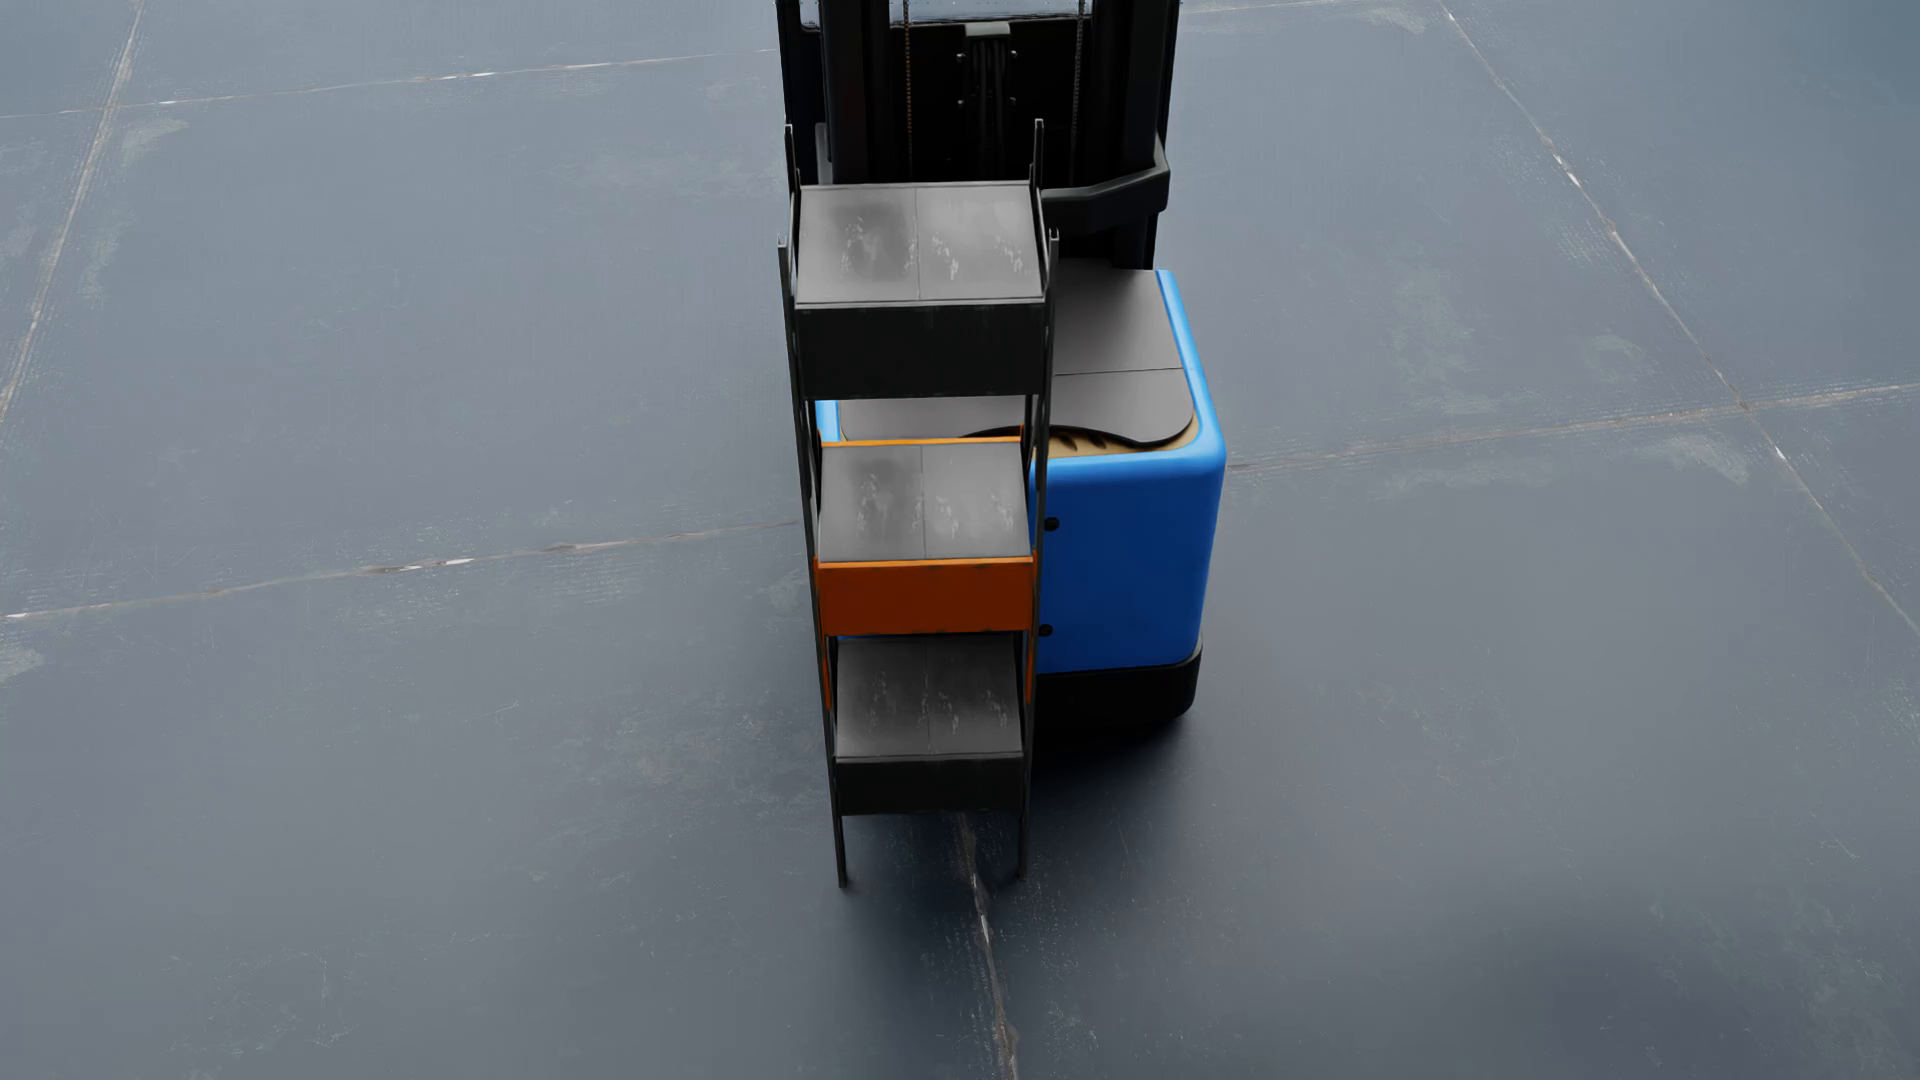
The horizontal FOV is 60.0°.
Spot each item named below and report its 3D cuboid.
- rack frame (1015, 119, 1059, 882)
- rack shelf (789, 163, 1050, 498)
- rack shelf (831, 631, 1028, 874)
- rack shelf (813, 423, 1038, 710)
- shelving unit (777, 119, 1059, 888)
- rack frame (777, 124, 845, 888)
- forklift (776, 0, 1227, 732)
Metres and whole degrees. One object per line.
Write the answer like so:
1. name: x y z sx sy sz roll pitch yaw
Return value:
1. rack frame: 0.162 0.049 3.868 0.015 2.100 0.400 -2 46 -2
2. rack shelf: -0.082 -0.420 3.367 0.480 0.518 0.431 -2 46 -2
3. rack shelf: -0.082 0.551 4.375 0.480 0.518 0.431 -2 46 -2
4. rack shelf: -0.082 0.066 3.871 0.480 0.518 0.431 -2 46 -2
5. shelving unit: -0.082 0.056 3.861 0.503 2.100 0.431 -2 46 -2
6. rack frame: -0.326 0.063 3.855 0.015 2.100 0.400 -2 46 -2
7. forklift: 0.025 -1.504 4.787 1.130 2.935 3.031 -4 46 -4
